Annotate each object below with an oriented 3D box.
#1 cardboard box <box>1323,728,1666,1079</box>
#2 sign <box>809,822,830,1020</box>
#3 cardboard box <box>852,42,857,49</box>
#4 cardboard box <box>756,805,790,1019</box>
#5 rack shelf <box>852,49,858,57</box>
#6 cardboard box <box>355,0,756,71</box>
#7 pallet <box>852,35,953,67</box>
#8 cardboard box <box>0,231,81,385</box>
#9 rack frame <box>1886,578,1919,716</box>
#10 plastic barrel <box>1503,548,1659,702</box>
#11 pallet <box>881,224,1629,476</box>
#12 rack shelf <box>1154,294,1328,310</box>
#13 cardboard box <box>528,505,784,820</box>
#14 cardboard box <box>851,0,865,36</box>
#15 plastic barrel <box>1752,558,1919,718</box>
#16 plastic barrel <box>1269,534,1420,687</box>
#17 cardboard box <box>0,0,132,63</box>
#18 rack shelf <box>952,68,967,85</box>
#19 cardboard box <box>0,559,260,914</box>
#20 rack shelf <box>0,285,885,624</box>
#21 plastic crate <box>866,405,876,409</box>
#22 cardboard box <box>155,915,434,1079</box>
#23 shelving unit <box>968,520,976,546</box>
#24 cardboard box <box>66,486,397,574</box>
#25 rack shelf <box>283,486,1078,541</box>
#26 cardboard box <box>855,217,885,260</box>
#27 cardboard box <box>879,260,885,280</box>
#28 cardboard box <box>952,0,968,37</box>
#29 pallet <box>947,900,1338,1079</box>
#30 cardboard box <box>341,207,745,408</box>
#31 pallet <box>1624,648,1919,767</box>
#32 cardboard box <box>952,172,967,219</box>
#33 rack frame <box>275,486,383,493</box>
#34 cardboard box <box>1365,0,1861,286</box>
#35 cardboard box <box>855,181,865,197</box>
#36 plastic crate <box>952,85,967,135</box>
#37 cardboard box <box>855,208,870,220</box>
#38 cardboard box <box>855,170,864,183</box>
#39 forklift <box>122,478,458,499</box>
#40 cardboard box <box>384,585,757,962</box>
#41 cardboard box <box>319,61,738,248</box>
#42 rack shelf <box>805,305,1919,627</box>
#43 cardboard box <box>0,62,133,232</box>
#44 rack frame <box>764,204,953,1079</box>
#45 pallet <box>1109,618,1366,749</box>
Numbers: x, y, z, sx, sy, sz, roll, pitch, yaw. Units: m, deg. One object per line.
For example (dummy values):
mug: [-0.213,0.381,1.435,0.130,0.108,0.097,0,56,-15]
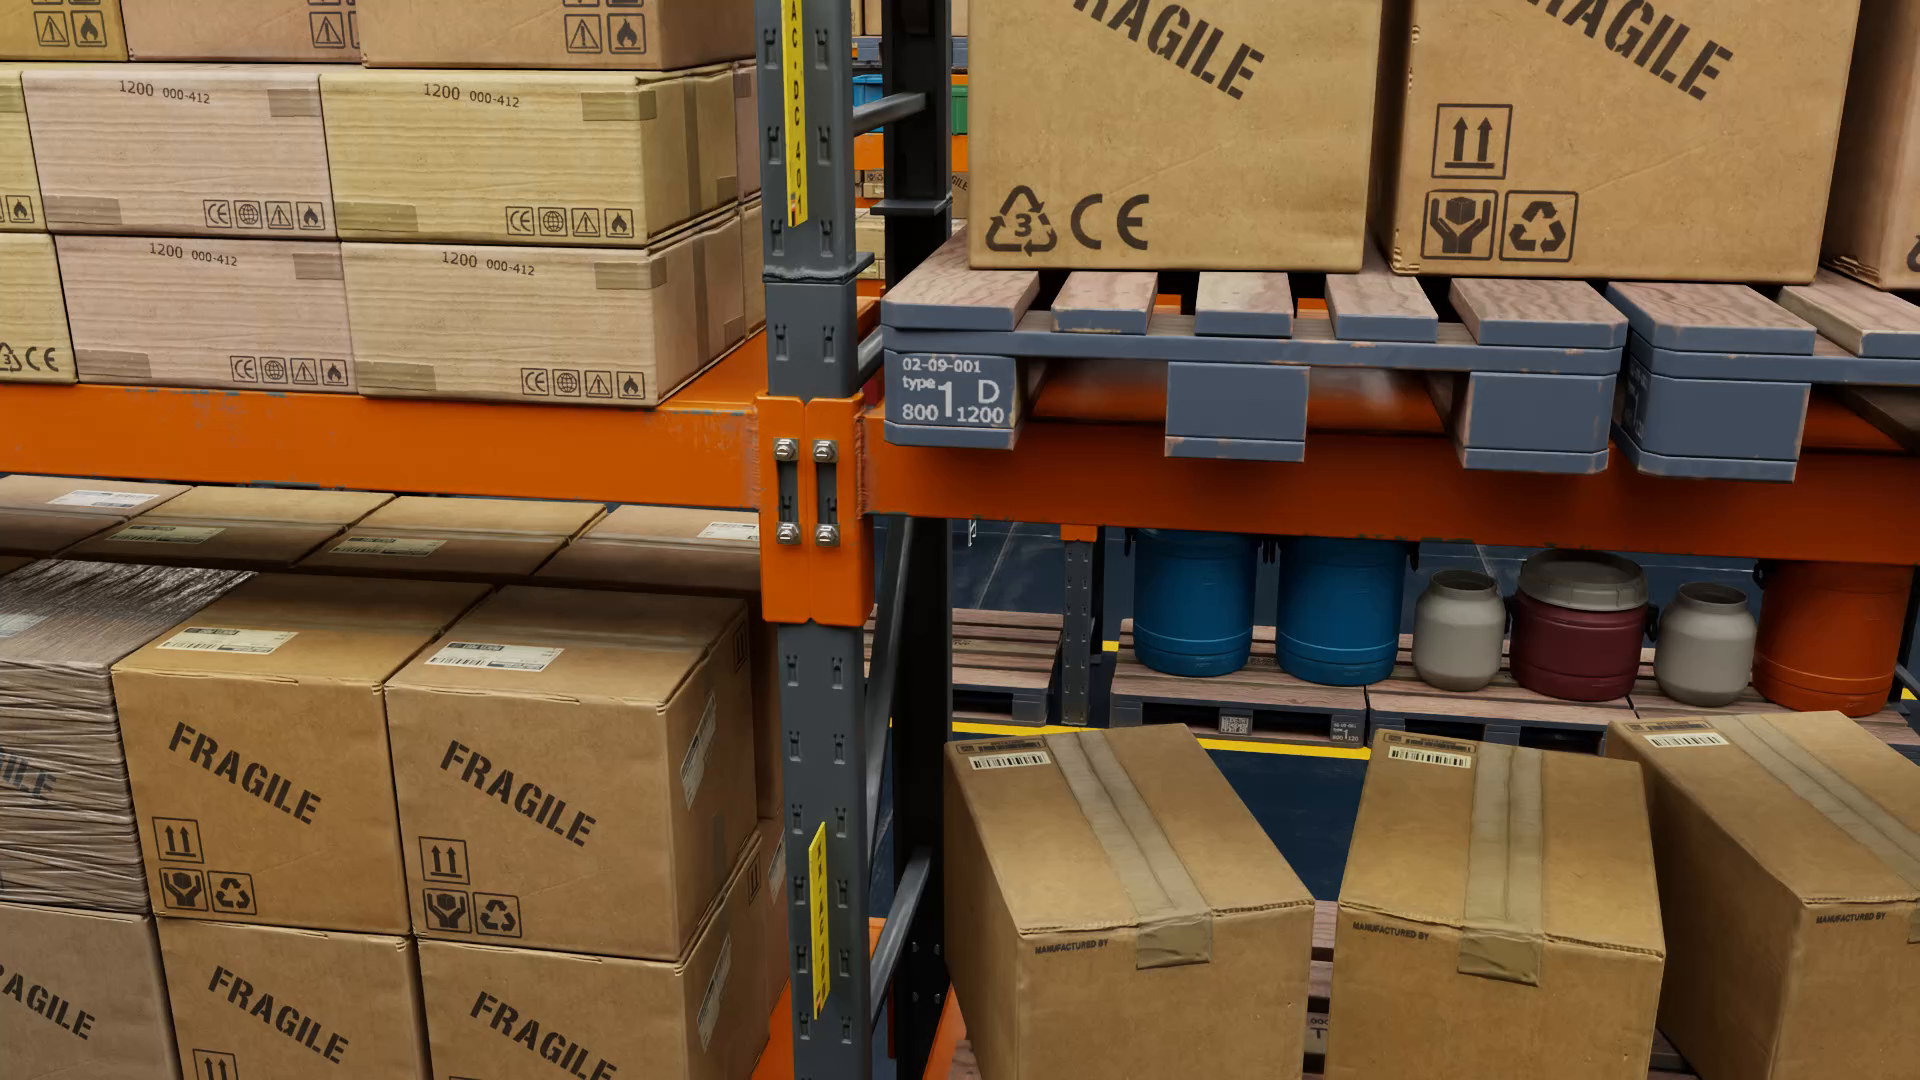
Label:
cardboard box: [0.964,0.743,3.037,0.500,0.500,0.700,6,19,17]
sign: [-0.235,0.640,2.797,0.005,0.325,0.100,3,19,9]
cardboard box: [-1.242,-5.222,17.190,0.500,0.250,0.500,4,19,11]
cardboard box: [-0.617,0.722,3.760,0.500,0.500,0.500,3,19,10]
rack shelf: [0.330,-4.954,17.287,4.000,0.370,1.077,3,19,9]
cardboard box: [-0.643,-1.076,2.831,0.500,0.500,0.700,3,19,9]
pallet: [-0.589,-3.710,12.576,1.213,0.211,1.003,3,19,9]
cardboard box: [-1.666,-0.463,2.968,0.500,0.250,0.500,3,19,9]
rack frame: [4.582,-0.470,7.480,0.127,3.000,1.000,3,19,9]
plastic barrel: [2.981,0.399,8.023,0.708,0.588,0.600,3,19,9]
pallet: [0.476,-0.398,2.834,1.003,0.211,1.213,3,19,9]
rack shelf: [3.393,-1.781,12.532,4.000,0.370,1.077,3,19,9]
cardboard box: [-0.577,0.247,3.604,0.500,0.500,0.500,3,19,10]
cardboard box: [-0.955,-4.054,12.488,0.500,0.500,0.700,2,19,5]
plastic barrel: [4.096,0.341,7.815,0.708,0.830,0.600,3,19,9]
plastic barrel: [1.866,0.193,8.143,0.708,0.901,0.600,3,19,9]
cardboard box: [-1.609,-1.169,3.108,0.500,0.500,0.700,3,19,9]
rack shelf: [-0.556,-3.405,12.658,4.000,0.370,1.077,3,19,9]
cardboard box: [-1.701,0.364,3.254,0.500,0.500,0.500,3,19,9]
rack shelf: [-2.131,-0.301,3.383,4.000,0.370,1.077,3,19,9]
plastic crate: [-0.515,-0.541,8.032,0.590,0.125,0.437,3,19,9]
cardboard box: [-1.200,0.863,3.339,0.500,0.500,0.500,3,19,10]
shelving unit: [-0.163,-0.577,10.638,0.503,1.200,0.258,3,19,9]
cardboard box: [-1.594,0.195,3.759,0.500,0.500,0.500,2,19,7]
rack shelf: [-1.342,-0.431,8.496,4.000,0.370,1.077,3,19,9]
cardboard box: [-0.574,-2.310,12.748,0.500,0.250,0.500,3,19,8]
cardboard box: [-0.455,-2.094,12.730,0.250,0.149,0.380,3,19,10]
cardboard box: [0.106,-3.988,12.291,0.500,0.500,0.700,4,19,11]
pallet: [0.615,1.046,3.252,1.213,0.211,1.003,3,19,9]
cardboard box: [-0.679,-0.412,2.816,0.500,0.250,0.500,3,19,9]
pallet: [3.797,0.826,8.002,1.213,0.211,1.003,3,19,9]
cardboard box: [-0.014,-2.804,13.043,0.500,0.500,0.500,2,19,7]
rack frame: [-3.317,-0.872,8.683,0.127,3.000,1.000,3,19,9]
cardboard box: [0.992,-0.761,2.646,0.600,0.600,0.600,3,19,8]
cardboard box: [-1.119,-3.735,17.634,0.250,0.149,0.380,4,19,11]
plastic crate: [0.166,-1.920,7.420,0.662,0.188,0.450,3,19,9]
cardboard box: [-1.007,-2.502,13.320,0.500,0.250,0.500,2,19,7]
cardboard box: [-1.245,-4.052,17.560,0.500,0.500,0.500,4,19,11]
forklift: [-2.279,0.156,5.719,1.130,2.935,3.031,-5,19,-14]
cardboard box: [-0.697,0.415,3.103,0.500,0.500,0.500,3,19,9]
cardboard box: [-0.680,-0.647,2.731,0.500,0.250,0.500,3,19,9]
rack shelf: [1.818,-0.100,2.781,4.000,0.370,1.077,3,19,9]
cardboard box: [-1.666,-0.699,2.887,0.500,0.250,0.500,3,19,9]
rack frame: [-0.157,0.881,3.444,0.127,3.000,1.000,3,19,9]
pallet: [1.388,0.703,8.369,1.213,0.211,1.003,3,19,9]
